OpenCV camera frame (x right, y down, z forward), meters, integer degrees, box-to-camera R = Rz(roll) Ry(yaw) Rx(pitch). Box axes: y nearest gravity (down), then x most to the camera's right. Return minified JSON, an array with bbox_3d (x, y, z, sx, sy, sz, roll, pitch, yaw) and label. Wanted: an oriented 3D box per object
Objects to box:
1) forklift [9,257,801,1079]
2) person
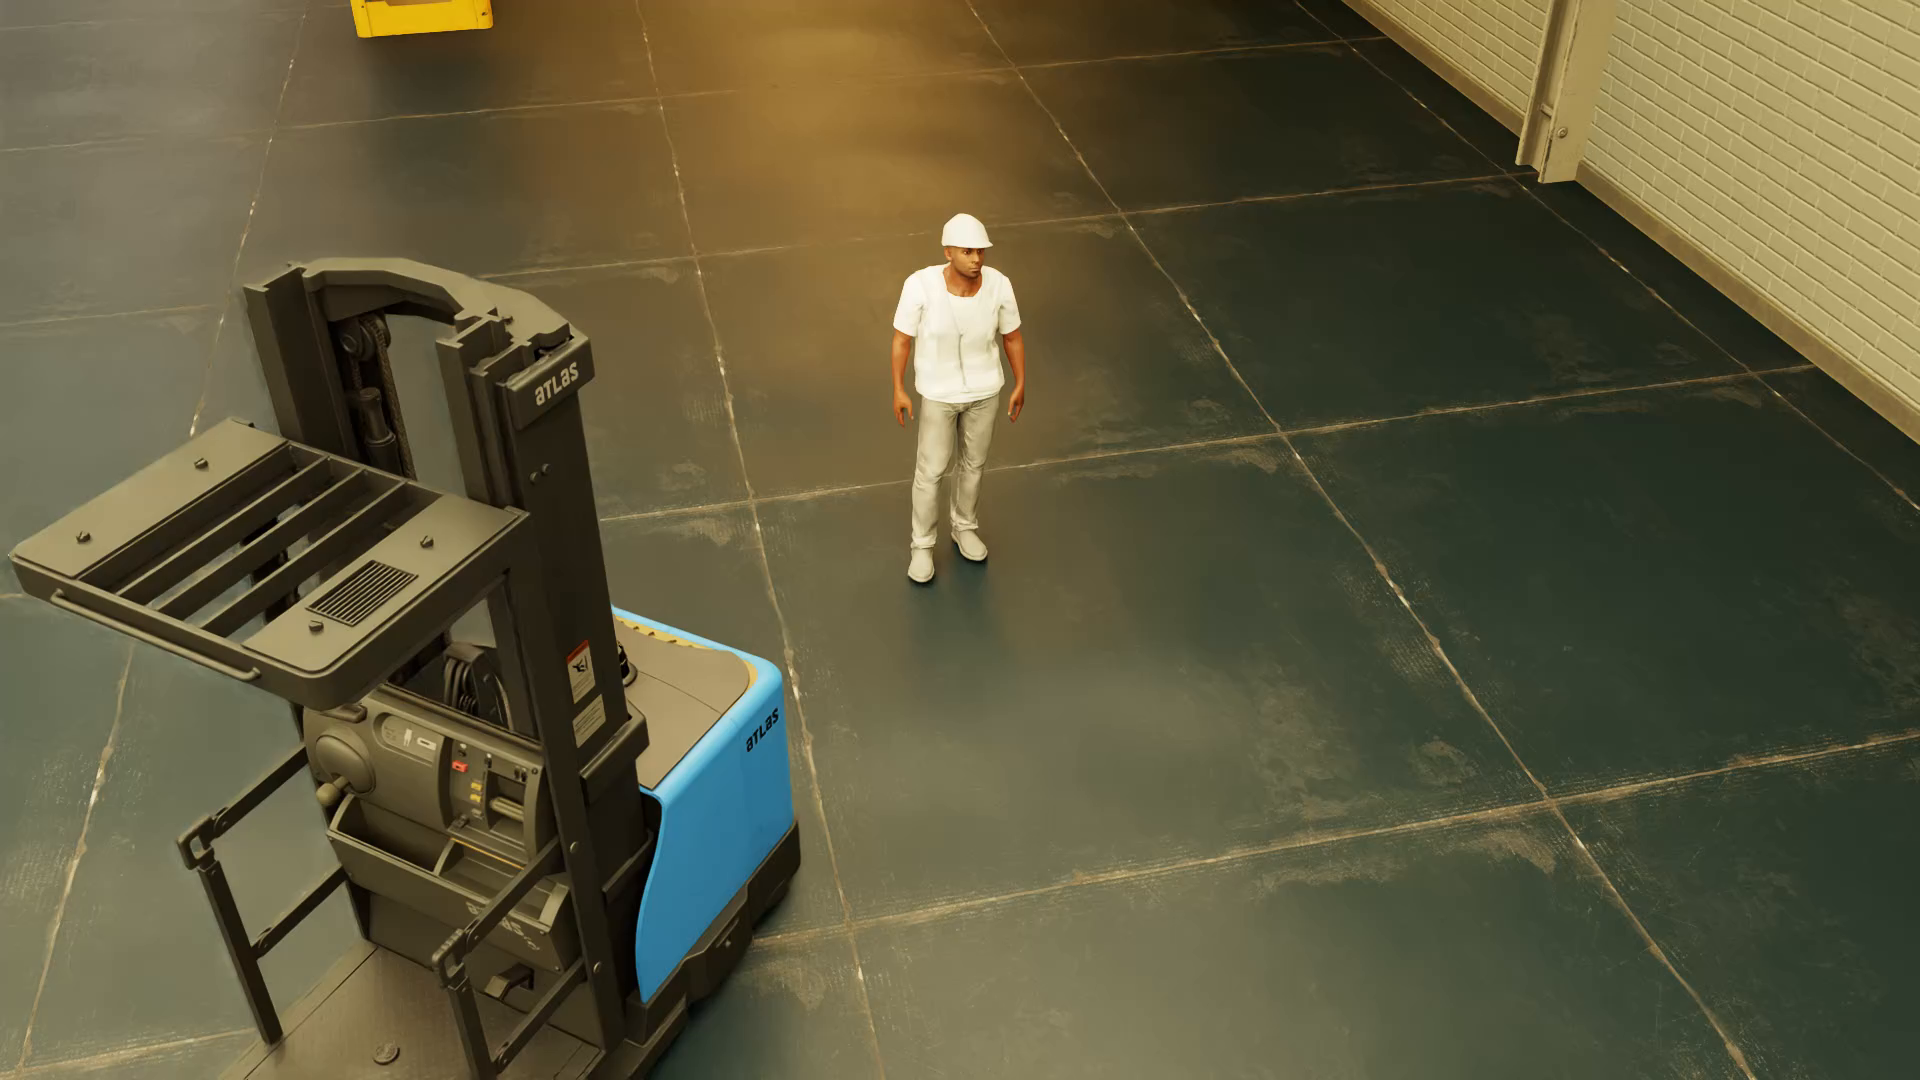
[{"bbox_3d":[-1.756,0.776,4.973,1.130,2.935,3.031,17,39,22],"label":"forklift"},{"bbox_3d":[0.011,-0.682,7.983,0.666,1.768,0.575,-8,36,-11],"label":"person"}]
